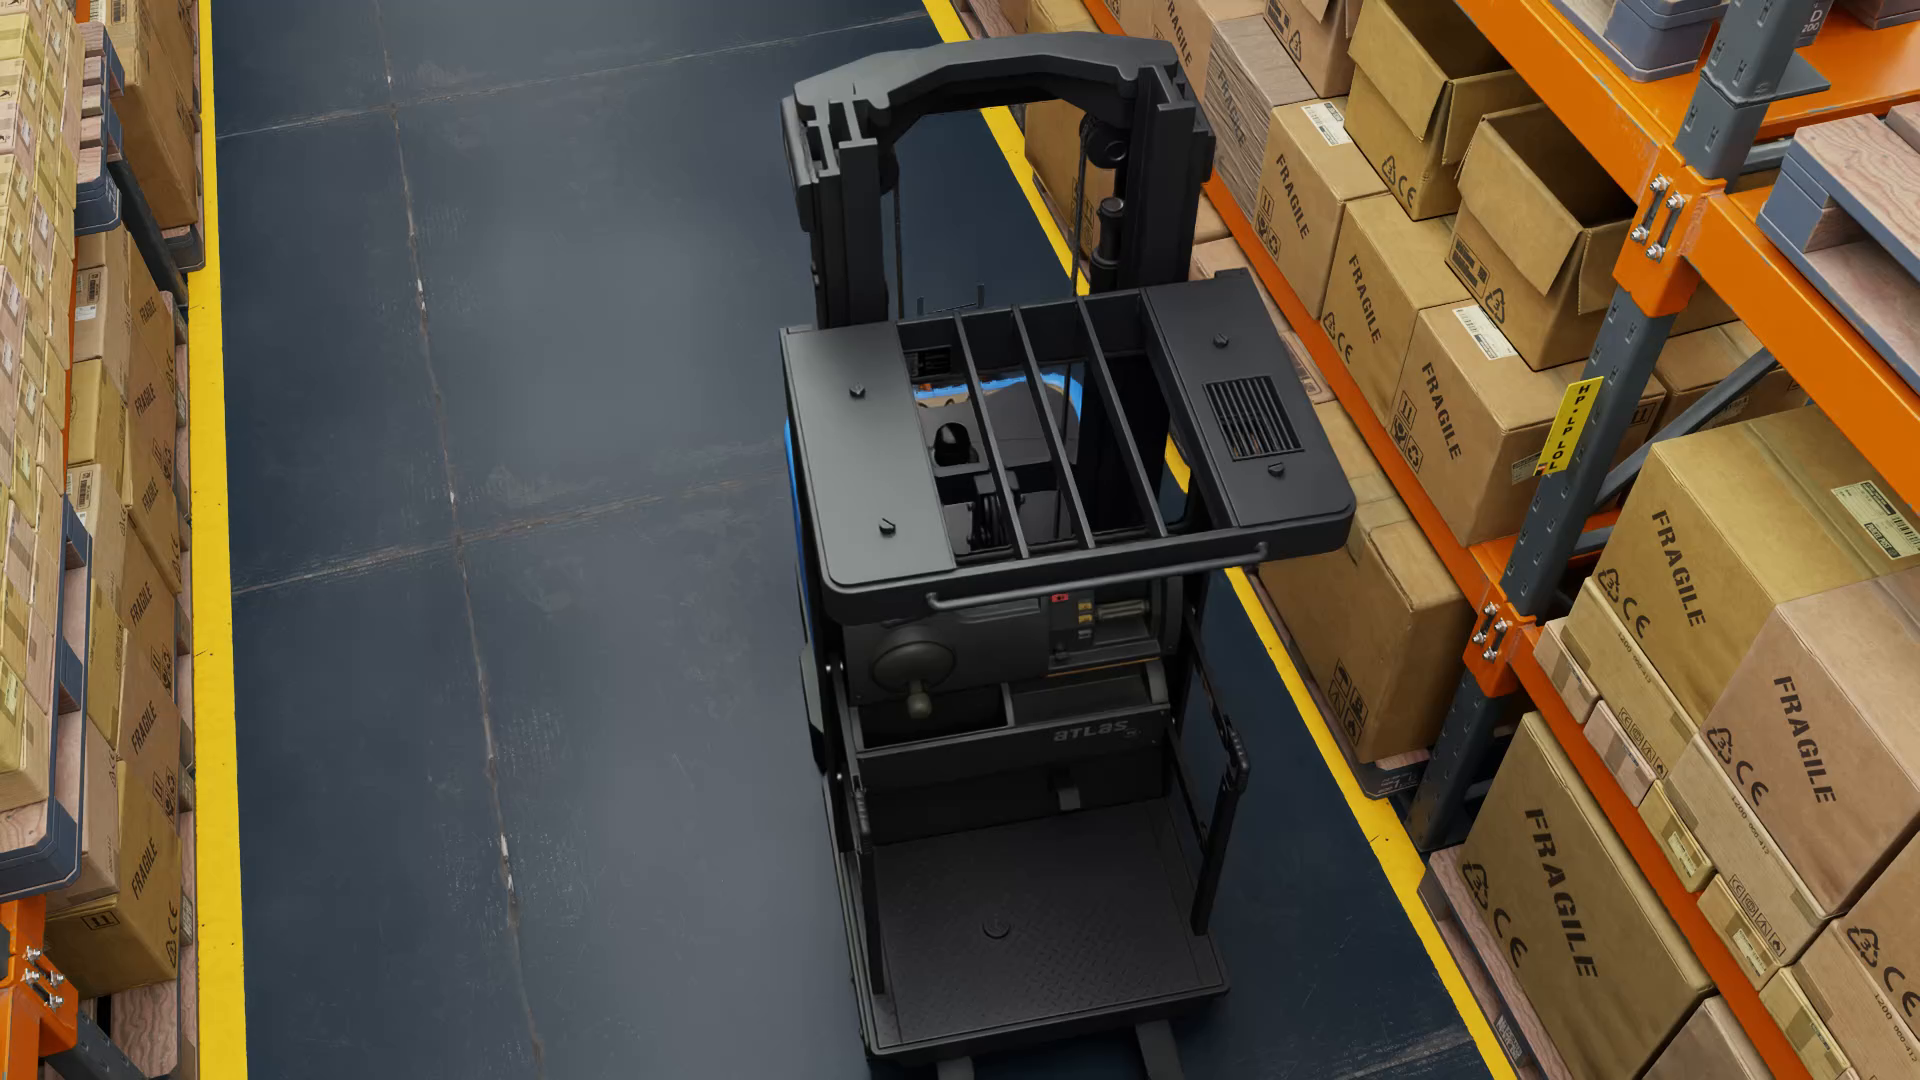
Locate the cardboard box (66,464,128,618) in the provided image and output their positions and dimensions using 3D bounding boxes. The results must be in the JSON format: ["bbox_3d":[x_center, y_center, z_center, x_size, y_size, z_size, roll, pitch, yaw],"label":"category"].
[{"bbox_3d":[-3.022,0.056,5.400,0.500,0.250,0.500,-12,51,-10],"label":"cardboard box"}]

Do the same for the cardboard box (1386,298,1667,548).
[{"bbox_3d":[1.619,-0.371,4.825,0.500,0.500,0.500,-13,51,-11],"label":"cardboard box"}]

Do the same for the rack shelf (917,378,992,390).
[{"bbox_3d":[-0.004,-0.523,5.940,0.258,0.103,0.180,-13,51,-11],"label":"rack shelf"}]

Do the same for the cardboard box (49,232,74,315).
[{"bbox_3d":[-2.973,-0.793,5.136,0.380,0.149,0.250,-12,51,-10],"label":"cardboard box"}]

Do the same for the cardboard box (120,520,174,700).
[{"bbox_3d":[-3.041,0.294,5.690,0.500,0.500,0.500,-13,51,-10],"label":"cardboard box"}]

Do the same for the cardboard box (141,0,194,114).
[{"bbox_3d":[-4.289,-2.446,7.837,1.050,0.750,0.750,-13,51,-10],"label":"cardboard box"}]

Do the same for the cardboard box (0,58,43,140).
[{"bbox_3d":[-3.118,-1.355,5.221,0.380,0.149,0.250,-12,51,-10],"label":"cardboard box"}]

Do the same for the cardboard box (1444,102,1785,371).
[{"bbox_3d":[1.821,-0.879,4.597,0.797,0.503,0.637,-15,51,-12],"label":"cardboard box"}]

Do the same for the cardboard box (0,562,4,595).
[{"bbox_3d":[-2.515,0.149,3.953,0.380,0.149,0.250,-12,51,-10],"label":"cardboard box"}]

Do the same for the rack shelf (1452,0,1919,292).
[{"bbox_3d":[1.427,-2.255,4.987,1.077,0.370,4.000,-13,51,-11],"label":"rack shelf"}]

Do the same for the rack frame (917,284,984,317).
[{"bbox_3d":[-0.031,-0.464,6.146,0.240,1.200,0.006,-13,51,-11],"label":"rack frame"}]

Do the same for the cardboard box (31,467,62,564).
[{"bbox_3d":[-2.658,-0.026,4.489,0.380,0.149,0.250,-13,51,-11],"label":"cardboard box"}]

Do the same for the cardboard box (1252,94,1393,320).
[{"bbox_3d":[1.318,-1.114,5.452,0.500,0.500,0.500,-14,51,-11],"label":"cardboard box"}]

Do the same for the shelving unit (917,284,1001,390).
[{"bbox_3d":[-0.004,-0.397,6.090,0.258,1.200,0.189,-13,51,-11],"label":"shelving unit"}]

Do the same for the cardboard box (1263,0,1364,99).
[{"bbox_3d":[1.431,-1.833,5.402,0.797,0.503,0.637,-12,51,-10],"label":"cardboard box"}]

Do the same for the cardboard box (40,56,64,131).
[{"bbox_3d":[-3.191,-1.439,5.486,0.380,0.149,0.250,-12,51,-10],"label":"cardboard box"}]

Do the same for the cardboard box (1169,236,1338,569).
[{"bbox_3d":[1.545,-0.625,6.220,1.225,0.875,0.875,-15,51,-12],"label":"cardboard box"}]

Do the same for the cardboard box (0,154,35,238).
[{"bbox_3d":[-2.970,-0.980,4.904,0.380,0.149,0.250,-11,51,-9],"label":"cardboard box"}]

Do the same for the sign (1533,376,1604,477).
[{"bbox_3d":[1.503,-0.277,4.106,0.100,0.325,0.005,-13,51,-11],"label":"sign"}]

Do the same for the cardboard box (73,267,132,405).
[{"bbox_3d":[-3.320,-0.698,6.036,0.500,0.250,0.500,-13,51,-10],"label":"cardboard box"}]

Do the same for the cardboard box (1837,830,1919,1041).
[{"bbox_3d":[2.212,0.800,3.317,0.500,0.500,0.500,-15,51,-12],"label":"cardboard box"}]

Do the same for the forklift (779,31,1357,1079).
[{"bbox_3d":[0.188,0.344,4.333,1.130,2.935,3.031,-8,50,-7],"label":"forklift"}]

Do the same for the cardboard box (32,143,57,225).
[{"bbox_3d":[-3.046,-1.074,5.178,0.380,0.149,0.250,-14,51,-11],"label":"cardboard box"}]

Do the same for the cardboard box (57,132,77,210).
[{"bbox_3d":[-3.129,-1.178,5.461,0.380,0.149,0.250,-14,51,-11],"label":"cardboard box"}]

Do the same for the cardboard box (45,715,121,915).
[{"bbox_3d":[-2.716,0.818,4.758,0.500,0.250,0.500,-15,52,-13],"label":"cardboard box"}]

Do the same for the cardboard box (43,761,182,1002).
[{"bbox_3d":[-2.715,1.059,5.045,0.500,0.500,0.500,-12,51,-10],"label":"cardboard box"}]

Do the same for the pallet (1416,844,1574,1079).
[{"bbox_3d":[2.168,1.413,5.211,1.003,0.211,1.213,-13,51,-11],"label":"pallet"}]

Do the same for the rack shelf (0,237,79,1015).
[{"bbox_3d":[-3.341,-0.240,5.251,1.077,0.370,4.000,-13,51,-11],"label":"rack shelf"}]

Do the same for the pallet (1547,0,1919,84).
[{"bbox_3d":[1.700,-1.623,4.109,0.805,0.209,1.217,-15,52,-12],"label":"pallet"}]

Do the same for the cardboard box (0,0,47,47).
[{"bbox_3d":[-3.278,-1.741,5.546,0.380,0.149,0.250,-14,51,-11],"label":"cardboard box"}]

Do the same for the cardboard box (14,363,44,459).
[{"bbox_3d":[-2.742,-0.317,4.540,0.380,0.149,0.250,-11,51,-10],"label":"cardboard box"}]

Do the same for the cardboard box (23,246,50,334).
[{"bbox_3d":[-2.891,-0.695,4.859,0.380,0.149,0.250,-14,51,-12],"label":"cardboard box"}]

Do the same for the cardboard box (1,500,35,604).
[{"bbox_3d":[-2.582,0.069,4.214,0.380,0.149,0.250,-12,51,-10],"label":"cardboard box"}]

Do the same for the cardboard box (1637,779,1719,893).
[{"bbox_3d":[1.944,0.697,4.154,0.380,0.149,0.250,-12,51,-10],"label":"cardboard box"}]

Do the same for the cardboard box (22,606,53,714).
[{"bbox_3d":[-2.514,0.341,4.180,0.380,0.149,0.250,-13,51,-10],"label":"cardboard box"}]

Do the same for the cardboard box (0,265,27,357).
[{"bbox_3d":[-2.810,-0.593,4.578,0.380,0.149,0.250,-12,51,-10],"label":"cardboard box"}]

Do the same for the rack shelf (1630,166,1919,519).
[{"bbox_3d":[2.610,0.667,2.524,1.077,0.370,4.000,-13,51,-11],"label":"rack shelf"}]

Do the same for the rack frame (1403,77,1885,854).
[{"bbox_3d":[2.018,-0.059,4.628,1.000,3.000,0.127,-13,51,-11],"label":"rack frame"}]

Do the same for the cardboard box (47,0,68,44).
[{"bbox_3d":[-3.352,-1.825,5.812,0.380,0.149,0.250,-12,51,-10],"label":"cardboard box"}]

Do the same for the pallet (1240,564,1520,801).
[{"bbox_3d":[1.718,0.293,6.154,1.003,0.211,1.213,-13,51,-11],"label":"pallet"}]

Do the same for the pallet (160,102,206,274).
[{"bbox_3d":[-4.094,-1.627,7.773,1.003,0.211,1.213,-13,51,-11],"label":"pallet"}]

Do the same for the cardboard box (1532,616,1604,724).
[{"bbox_3d":[1.788,0.313,4.478,0.380,0.149,0.250,-13,51,-11],"label":"cardboard box"}]

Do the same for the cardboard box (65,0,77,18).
[{"bbox_3d":[-3.808,-2.354,6.497,0.500,0.500,0.500,-13,51,-11],"label":"cardboard box"}]

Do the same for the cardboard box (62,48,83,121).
[{"bbox_3d":[-3.276,-1.549,5.773,0.380,0.149,0.250,-13,51,-11],"label":"cardboard box"}]

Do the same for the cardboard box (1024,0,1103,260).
[{"bbox_3d":[1.019,-1.922,7.313,1.225,0.875,0.875,-15,52,-13],"label":"cardboard box"}]

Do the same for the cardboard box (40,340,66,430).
[{"bbox_3d":[-2.818,-0.410,4.813,0.380,0.149,0.250,-14,51,-12],"label":"cardboard box"}]

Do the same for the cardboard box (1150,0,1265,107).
[{"bbox_3d":[1.029,-1.847,6.069,0.500,0.500,0.500,-14,51,-12],"label":"cardboard box"}]

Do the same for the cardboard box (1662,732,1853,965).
[{"bbox_3d":[2.049,0.660,3.925,0.500,0.250,0.500,-14,51,-11],"label":"cardboard box"}]

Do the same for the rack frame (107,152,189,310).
[{"bbox_3d":[-3.933,-1.933,6.207,1.000,3.000,0.127,-13,51,-11],"label":"rack frame"}]

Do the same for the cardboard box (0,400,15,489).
[{"bbox_3d":[-2.660,-0.222,4.266,0.380,0.149,0.250,-14,51,-11],"label":"cardboard box"}]

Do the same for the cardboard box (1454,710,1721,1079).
[{"bbox_3d":[2.137,0.991,4.858,0.875,0.875,0.875,-13,51,-11],"label":"cardboard box"}]

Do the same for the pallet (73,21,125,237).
[{"bbox_3d":[-3.620,-1.375,5.862,1.213,0.211,1.003,-13,51,-11],"label":"pallet"}]

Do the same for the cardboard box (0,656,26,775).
[{"bbox_3d":[-2.427,0.447,3.896,0.380,0.149,0.250,-13,51,-10],"label":"cardboard box"}]

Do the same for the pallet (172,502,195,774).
[{"bbox_3d":[-3.346,0.426,6.042,1.003,0.211,1.213,-13,51,-11],"label":"pallet"}]

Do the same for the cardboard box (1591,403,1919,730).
[{"bbox_3d":[1.916,0.059,3.941,0.500,0.500,0.500,-13,51,-11],"label":"cardboard box"}]

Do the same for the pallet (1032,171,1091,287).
[{"bbox_3d":[0.996,-1.489,7.657,1.003,0.211,1.213,-13,51,-11],"label":"pallet"}]

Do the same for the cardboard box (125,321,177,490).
[{"bbox_3d":[-3.338,-0.461,6.327,0.500,0.500,0.500,-11,51,-10],"label":"cardboard box"}]

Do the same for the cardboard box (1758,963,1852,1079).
[{"bbox_3d":[2.099,1.076,3.835,0.380,0.149,0.250,-14,51,-11],"label":"cardboard box"}]
